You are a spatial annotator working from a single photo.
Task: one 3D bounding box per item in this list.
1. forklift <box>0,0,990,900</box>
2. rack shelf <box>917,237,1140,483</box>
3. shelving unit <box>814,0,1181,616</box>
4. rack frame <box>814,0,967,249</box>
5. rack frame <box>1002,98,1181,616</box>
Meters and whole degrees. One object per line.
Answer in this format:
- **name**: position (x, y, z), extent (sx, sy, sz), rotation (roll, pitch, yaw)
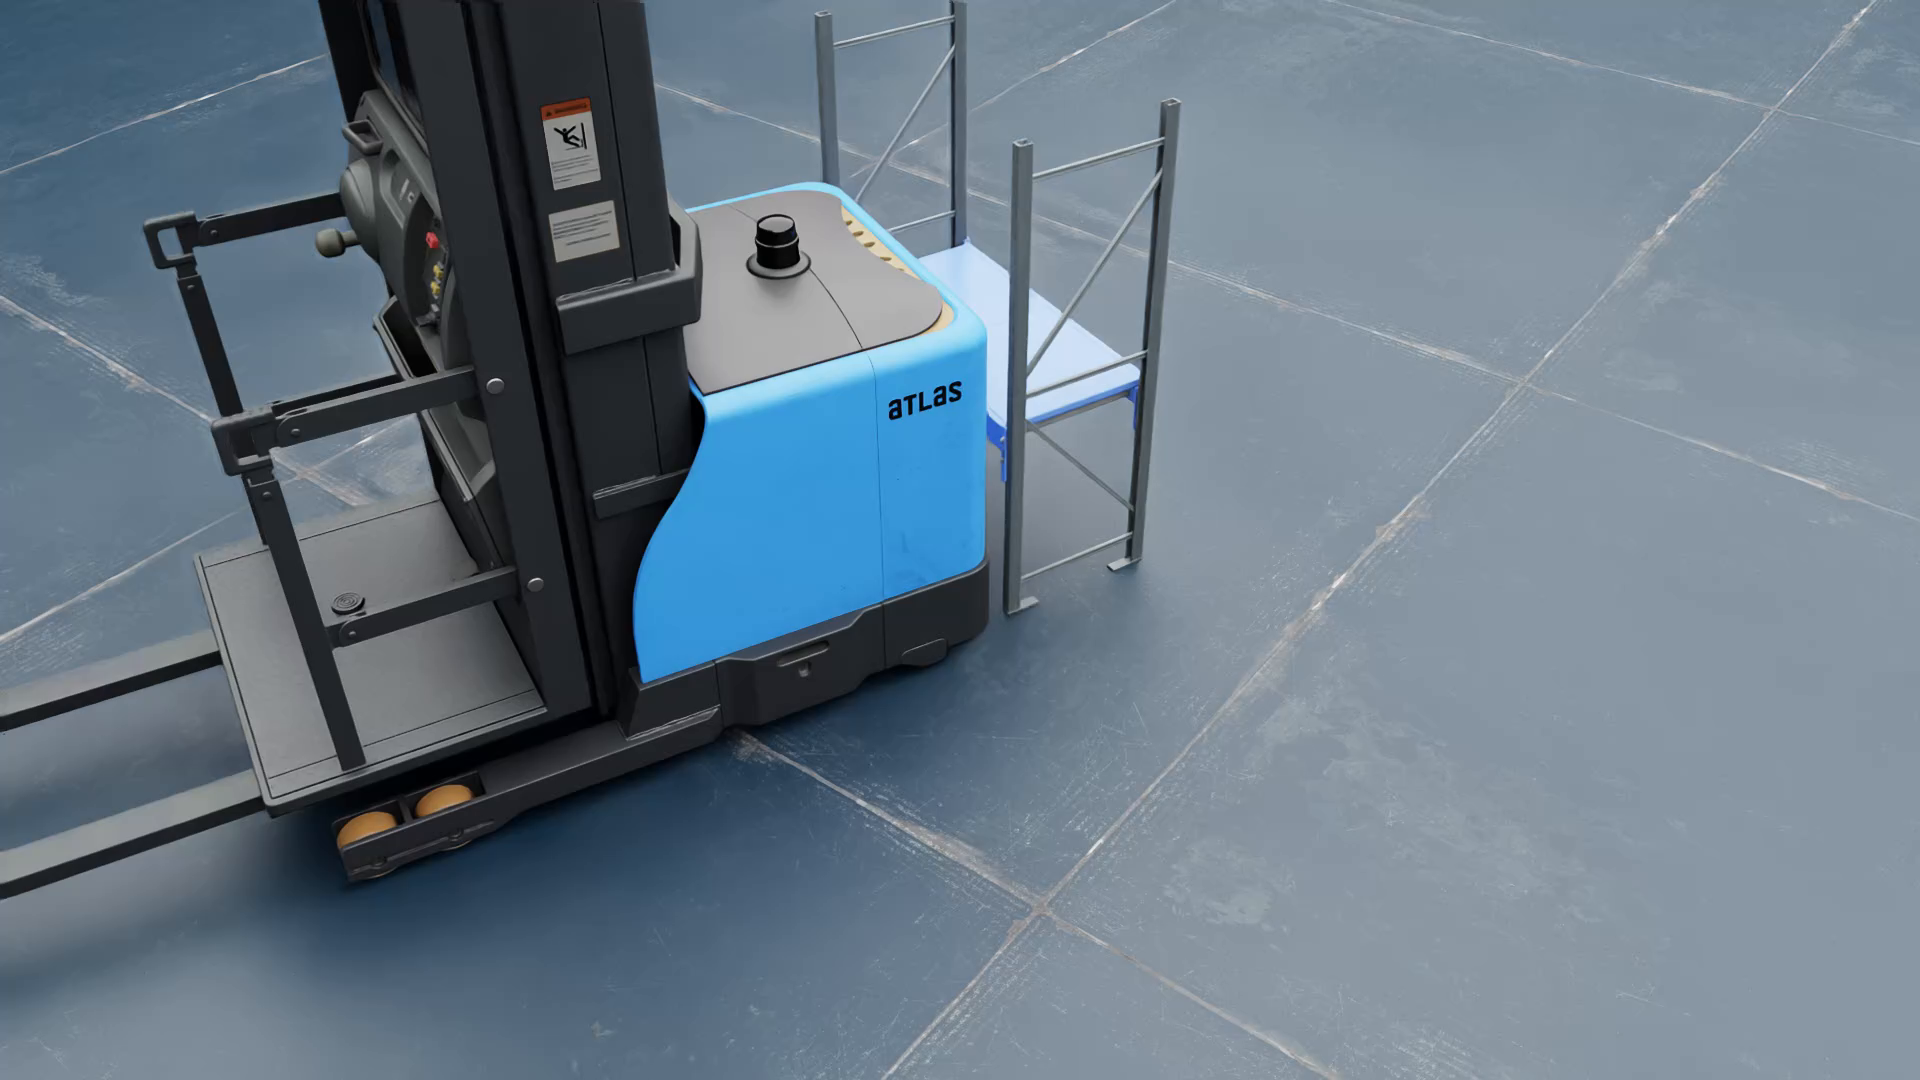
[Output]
- **forklift**: position (-1.458, -0.682, 3.743), extent (3.031, 2.935, 1.130), rotation (-19, 42, -22)
- **rack shelf**: position (0.075, -0.577, 5.063), extent (0.538, 0.185, 1.000), rotation (-21, 43, -25)
- **shelving unit**: position (0.075, -0.719, 4.952), extent (0.538, 1.500, 1.048), rotation (-21, 43, -25)
- **rack frame**: position (-0.197, -0.984, 5.290), extent (0.500, 1.500, 0.032), rotation (-21, 43, -25)
- **rack frame**: position (0.347, -0.454, 4.613), extent (0.500, 1.500, 0.032), rotation (-21, 43, -25)
